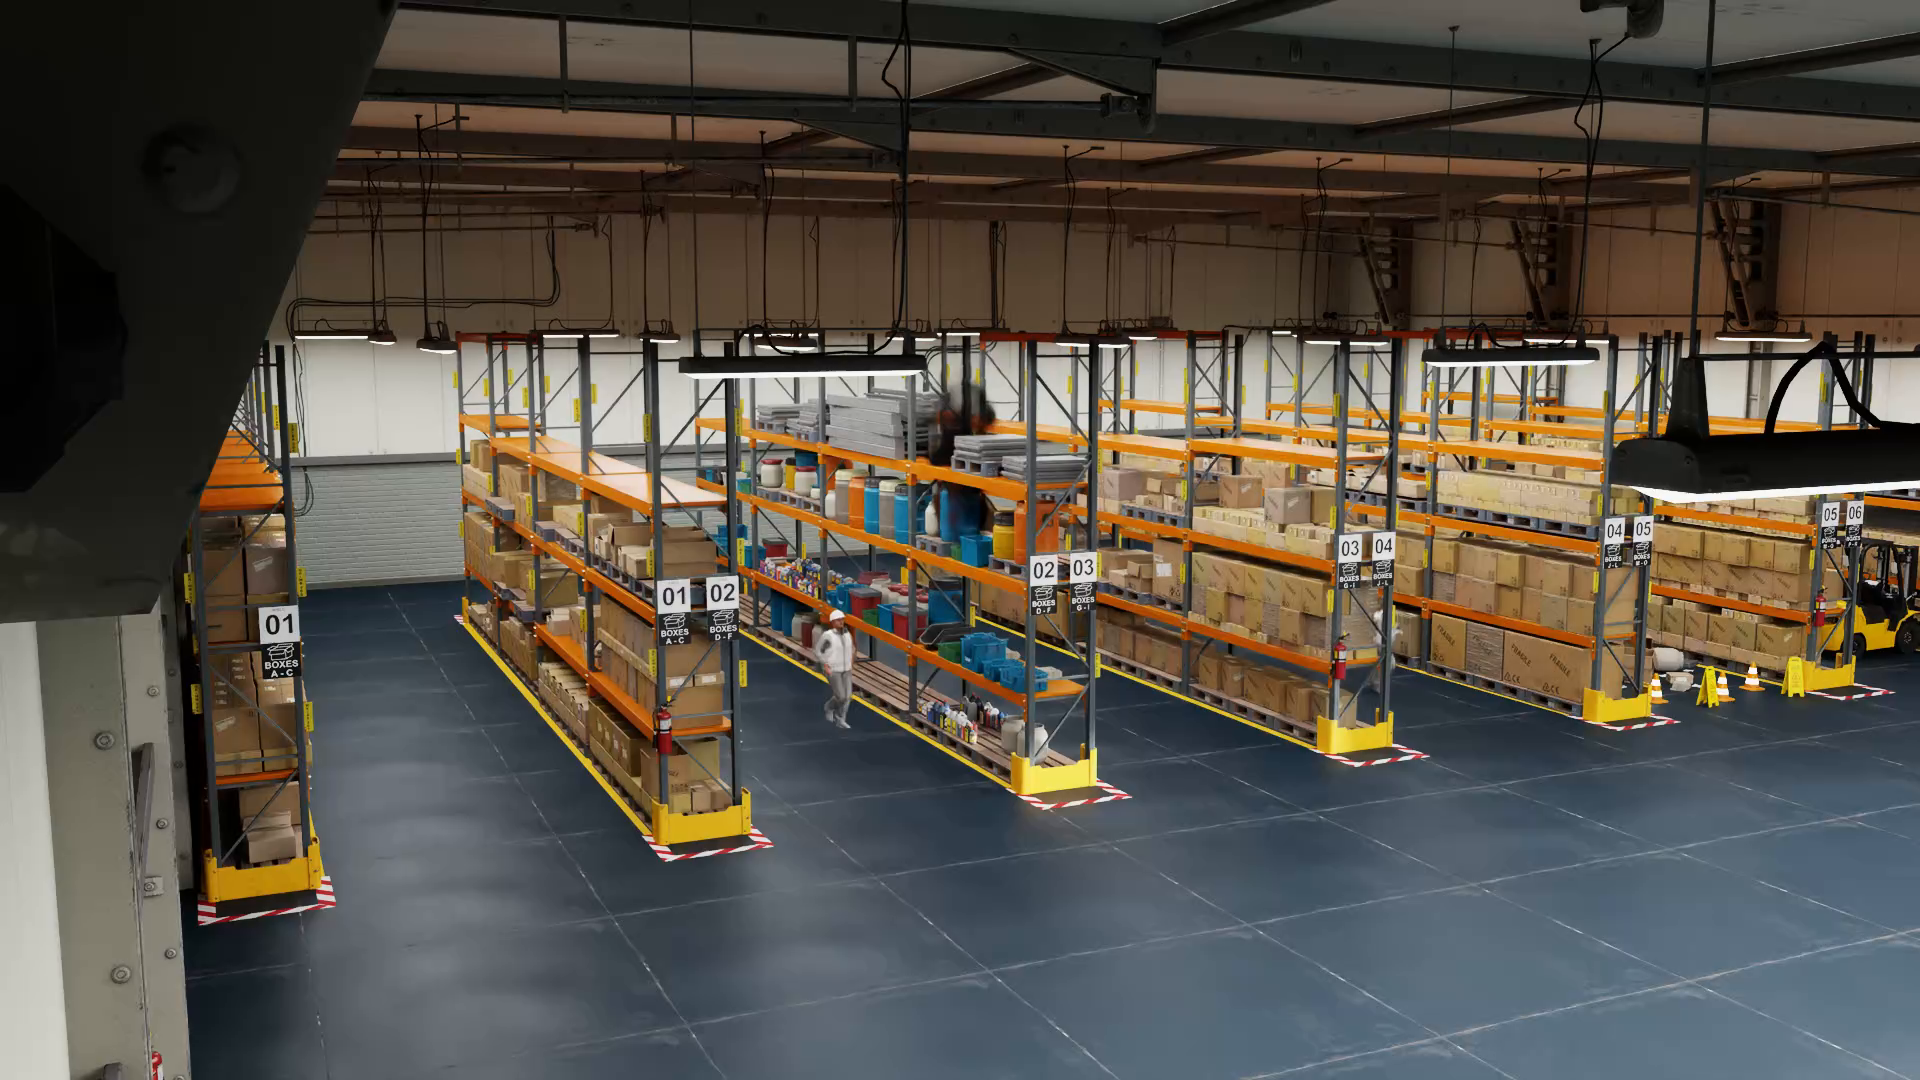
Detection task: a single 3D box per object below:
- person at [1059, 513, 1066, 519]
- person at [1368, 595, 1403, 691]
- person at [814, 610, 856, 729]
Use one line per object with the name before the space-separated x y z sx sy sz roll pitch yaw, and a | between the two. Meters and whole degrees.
person | 2.378 0.180 39.496 0.581 1.665 0.851 0 8 -3
person | 7.136 1.753 27.841 0.594 1.711 0.645 -7 10 -40
person | -1.789 1.895 24.434 0.671 1.738 0.534 -6 10 -38
